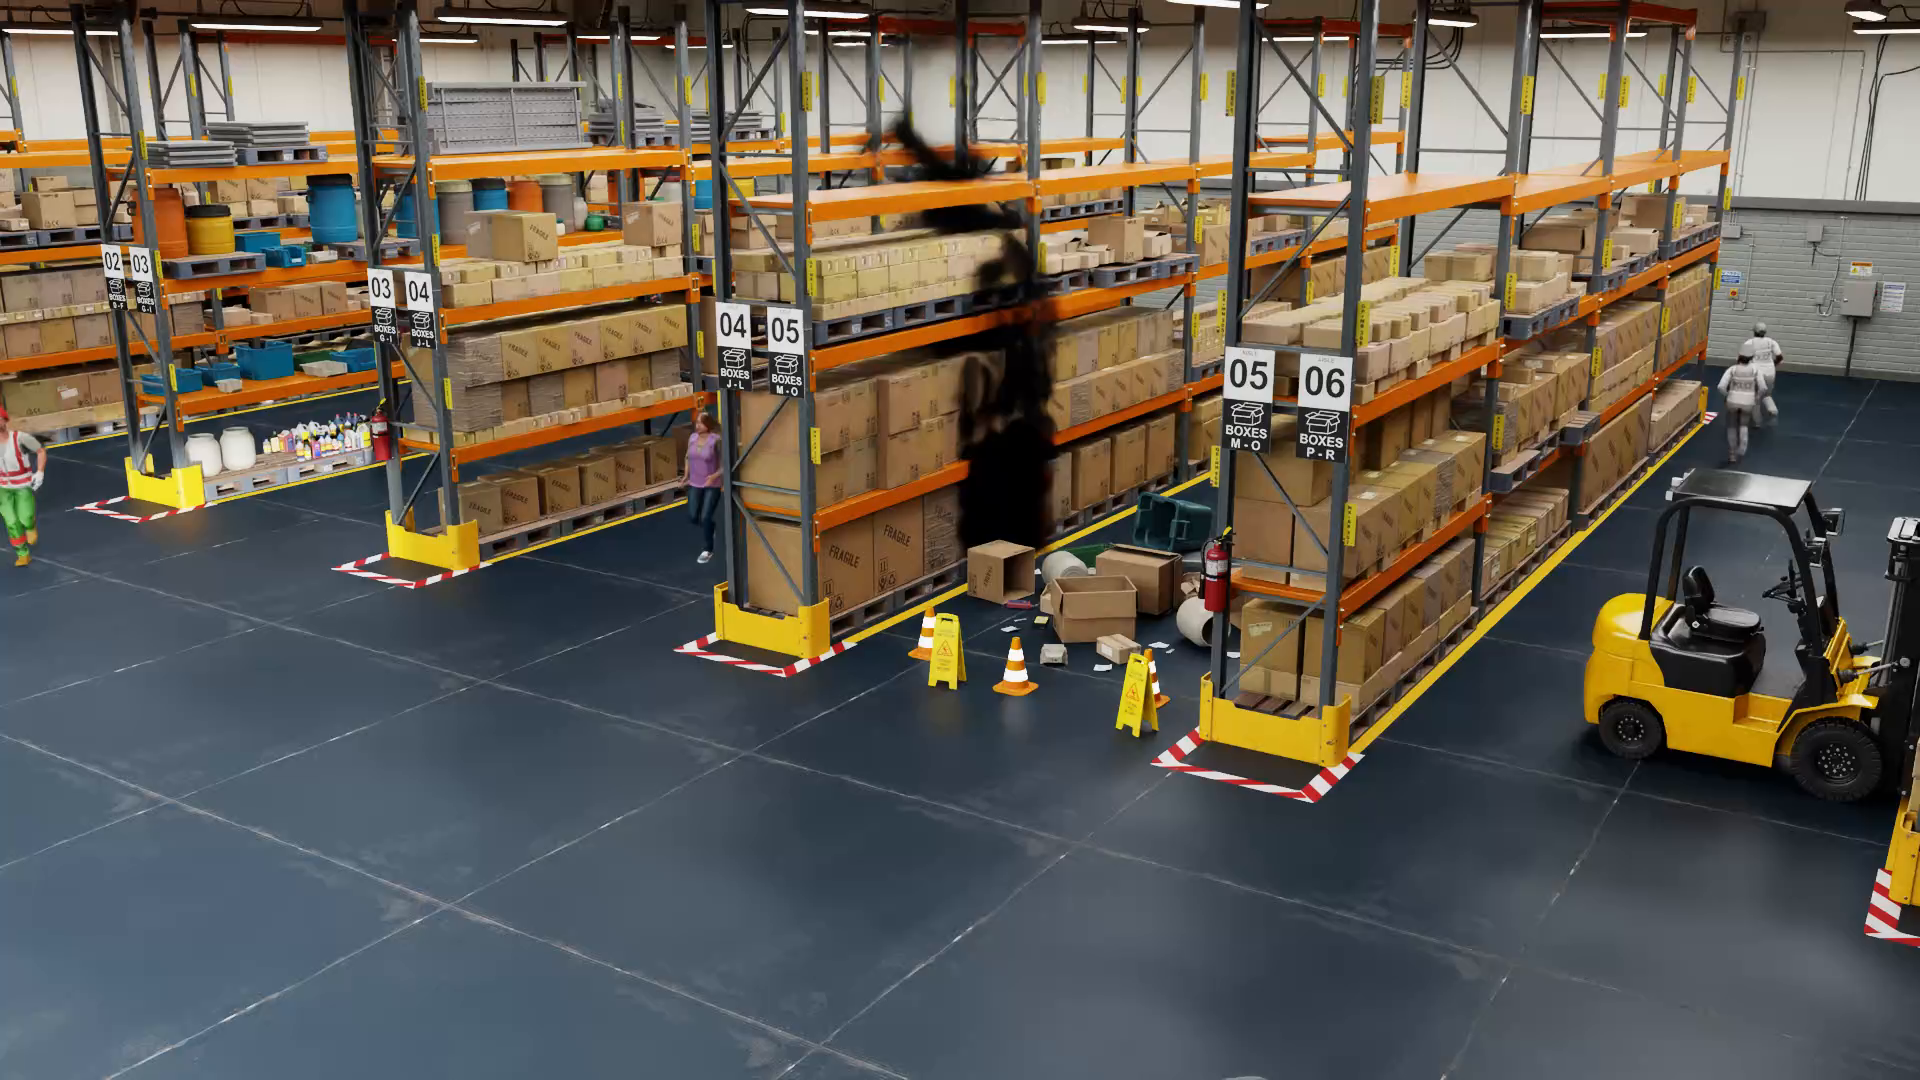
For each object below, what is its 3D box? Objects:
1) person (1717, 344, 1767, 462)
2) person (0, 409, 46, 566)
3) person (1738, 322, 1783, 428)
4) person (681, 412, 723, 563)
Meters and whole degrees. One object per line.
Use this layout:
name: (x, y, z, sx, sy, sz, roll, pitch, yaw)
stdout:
person: (10.730, -1.868, 22.881, 0.615, 1.657, 0.555, 6, 17, 20)
person: (-10.294, -0.590, 18.099, 0.670, 1.747, 0.678, -4, 16, -15)
person: (12.023, -2.458, 25.079, 0.623, 1.636, 0.641, 3, 16, 10)
person: (-2.641, -0.542, 17.250, 0.544, 1.549, 0.457, 5, 16, 17)
